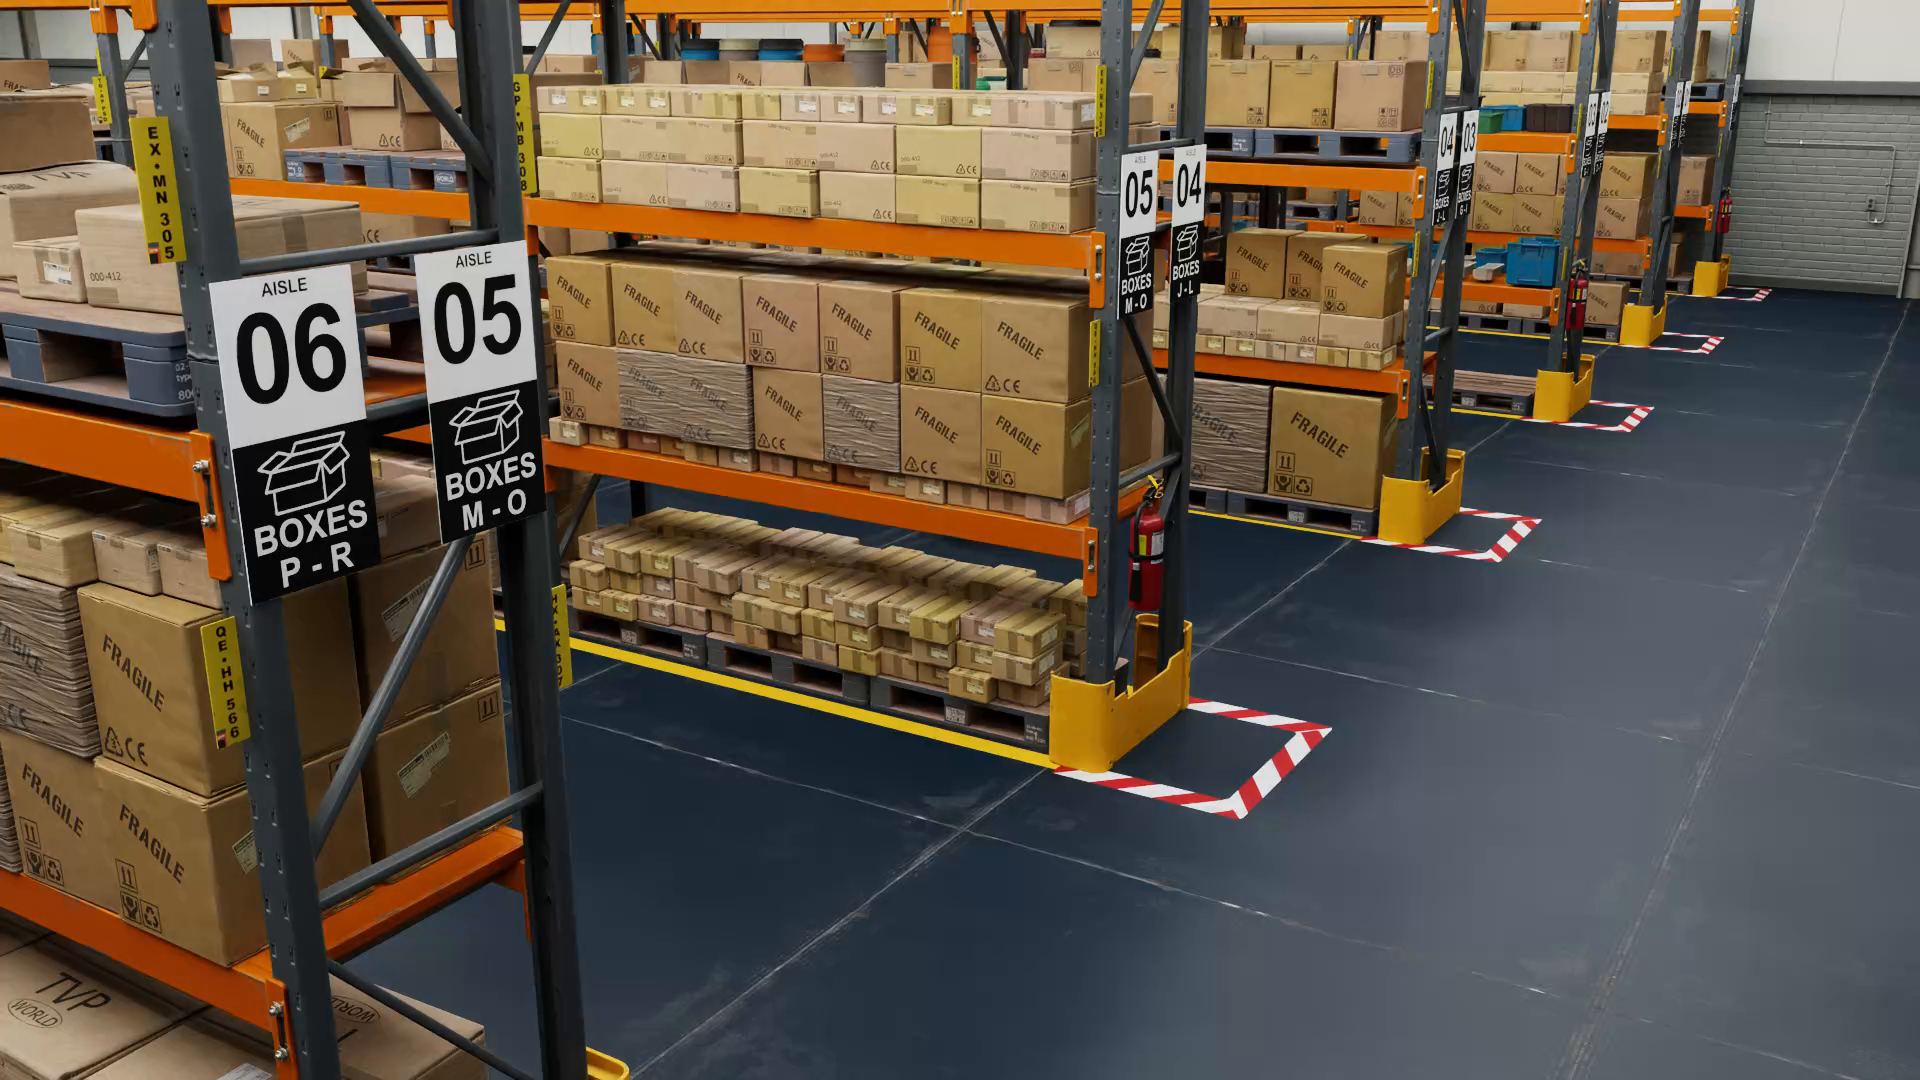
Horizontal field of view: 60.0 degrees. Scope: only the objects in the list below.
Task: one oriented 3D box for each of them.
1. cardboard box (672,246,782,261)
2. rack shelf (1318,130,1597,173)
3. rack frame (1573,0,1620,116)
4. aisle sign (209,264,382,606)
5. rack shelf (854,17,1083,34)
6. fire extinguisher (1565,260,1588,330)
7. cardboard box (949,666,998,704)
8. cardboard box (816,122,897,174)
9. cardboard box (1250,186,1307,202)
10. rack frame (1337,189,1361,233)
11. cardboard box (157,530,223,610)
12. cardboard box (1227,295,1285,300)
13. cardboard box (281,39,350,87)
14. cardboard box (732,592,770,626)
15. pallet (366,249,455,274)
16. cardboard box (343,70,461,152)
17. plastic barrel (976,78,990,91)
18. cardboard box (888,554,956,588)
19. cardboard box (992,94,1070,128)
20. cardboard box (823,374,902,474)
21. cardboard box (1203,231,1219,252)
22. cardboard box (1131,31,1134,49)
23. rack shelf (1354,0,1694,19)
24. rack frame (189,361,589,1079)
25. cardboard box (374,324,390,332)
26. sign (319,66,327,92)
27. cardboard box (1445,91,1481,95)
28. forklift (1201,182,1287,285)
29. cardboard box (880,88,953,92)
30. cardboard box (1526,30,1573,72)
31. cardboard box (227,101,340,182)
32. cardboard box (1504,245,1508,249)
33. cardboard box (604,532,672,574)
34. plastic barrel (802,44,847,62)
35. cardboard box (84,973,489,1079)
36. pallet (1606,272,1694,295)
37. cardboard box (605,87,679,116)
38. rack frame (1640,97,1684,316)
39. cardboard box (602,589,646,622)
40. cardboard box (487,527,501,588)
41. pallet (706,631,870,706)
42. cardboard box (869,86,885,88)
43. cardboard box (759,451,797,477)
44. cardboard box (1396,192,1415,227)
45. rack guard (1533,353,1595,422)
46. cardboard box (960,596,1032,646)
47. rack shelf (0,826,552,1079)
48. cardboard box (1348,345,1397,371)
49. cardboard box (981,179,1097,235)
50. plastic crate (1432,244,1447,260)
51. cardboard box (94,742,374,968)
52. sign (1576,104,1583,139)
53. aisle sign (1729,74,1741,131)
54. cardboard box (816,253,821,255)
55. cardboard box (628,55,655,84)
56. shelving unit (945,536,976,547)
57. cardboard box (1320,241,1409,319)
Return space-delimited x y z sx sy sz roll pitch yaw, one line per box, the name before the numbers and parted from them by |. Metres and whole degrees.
cardboard box | -1.450 -1.545 10.403 0.500 0.500 0.500 9 19 28
rack shelf | 4.543 -4.185 17.574 4.000 0.370 1.077 10 20 30
rack frame | 6.247 -5.660 16.032 0.127 3.000 1.000 10 20 30
aisle sign | -1.632 -0.265 4.119 0.004 0.787 0.394 10 20 30
rack shelf | 0.321 -7.872 25.239 4.000 0.370 1.077 10 20 30
fire extinguisher | 6.138 -2.439 16.524 0.183 0.674 0.296 10 20 30
cardboard box | 0.143 0.771 9.366 0.250 0.149 0.380 11 20 32
cardboard box | -0.424 -2.116 8.923 0.500 0.250 0.500 10 20 31
cardboard box | 4.528 -5.089 23.581 0.500 0.500 0.700 14 22 39
rack frame | 5.434 -4.624 22.944 0.127 3.000 1.000 10 20 30
cardboard box | -1.942 0.050 4.548 0.250 0.149 0.380 10 20 31
cardboard box | 2.514 -1.928 13.814 0.500 0.250 0.500 9 19 28
cardboard box | -7.088 -5.258 18.326 0.500 0.500 0.500 9 19 28
cardboard box | -1.173 0.385 10.125 0.250 0.149 0.380 10 20 30
pallet | -5.995 -3.144 18.401 1.213 0.211 1.003 10 20 30
cardboard box | -3.683 -2.911 11.244 0.637 0.503 0.797 10 19 29
plastic barrel | 0.213 -5.350 19.718 0.294 0.245 0.294 0 17 0
cardboard box | -0.227 0.221 10.153 0.250 0.149 0.380 11 20 32
cardboard box | 0.366 -2.178 8.440 0.250 0.149 0.380 10 20 31
cardboard box | -0.418 -0.699 9.338 0.500 0.500 0.500 10 20 30
cardboard box | 3.869 -4.360 24.327 0.500 0.250 0.500 10 19 29
cardboard box | 2.394 -7.126 24.128 0.500 0.500 0.500 10 20 30
rack shelf | 7.138 -6.845 21.176 4.000 0.370 1.077 10 20 30
rack frame | -1.531 0.891 4.786 0.127 3.000 1.000 10 20 30
cardboard box | -3.760 -1.495 11.328 0.250 0.149 0.380 9 19 28
sign | -6.848 -4.935 17.918 0.005 0.325 0.100 10 20 30
cardboard box | 6.568 -5.699 21.579 0.500 0.250 0.500 10 20 30
forklift | 2.656 -2.688 16.687 1.130 2.935 3.031 1 17 5
cardboard box | -0.241 -2.466 9.388 0.250 0.149 0.380 11 20 32
cardboard box | 7.532 -6.198 21.072 0.500 0.500 0.700 10 20 30
cardboard box | -4.638 -2.748 11.434 0.500 0.500 0.500 10 20 30
cardboard box | 9.033 -4.640 26.575 0.500 0.500 0.700 10 20 30
cardboard box | -2.047 0.080 10.615 0.250 0.149 0.380 11 20 33
plastic barrel | -1.714 -5.925 21.328 0.708 0.830 0.600 10 20 30
cardboard box | -2.146 1.841 5.346 0.875 0.438 0.875 9 19 28
pallet | 10.709 -4.011 25.724 1.213 0.211 1.003 10 20 30
cardboard box | -1.857 -2.574 9.745 0.250 0.149 0.380 10 20 29
rack frame | 8.842 -4.016 20.941 0.127 3.000 1.000 10 20 30
cardboard box | -2.067 0.380 10.651 0.250 0.149 0.380 11 20 32
cardboard box | -3.198 -0.013 11.343 0.500 0.500 0.500 10 19 29
pallet | -0.801 0.655 10.363 1.213 0.211 1.003 10 20 30
cardboard box | -0.641 -3.954 15.008 0.500 0.311 0.500 9 19 28
cardboard box | -0.965 -0.497 9.787 0.250 0.149 0.380 11 20 32
cardboard box | 6.164 -4.450 22.198 0.500 0.500 0.500 11 20 31
rack guard | 6.274 -1.593 17.266 0.348 0.500 1.175 10 20 30
cardboard box | 0.205 0.458 9.370 0.250 0.149 0.380 11 20 31
rack shelf | -3.236 0.931 5.892 4.000 0.370 1.077 10 20 30
cardboard box | 3.179 -1.415 12.812 0.250 0.149 0.380 11 20 31
cardboard box | 0.447 -1.717 8.470 0.500 0.250 0.500 10 19 29
plastic crate | 5.087 -3.058 17.971 0.300 0.233 0.416 10 20 30
cardboard box | -2.081 0.836 4.797 0.500 0.500 0.500 10 20 30
sign | 5.973 -4.036 16.027 0.005 0.325 0.100 10 20 30
aisle sign | 11.336 -6.402 24.323 0.004 0.787 0.394 10 20 30
cardboard box | -1.162 -2.378 15.375 0.500 0.500 0.500 10 19 29
cardboard box | -3.428 -4.637 16.794 0.500 0.500 0.500 10 20 31
shelving unit | 0.046 -0.494 12.702 0.252 1.050 0.215 10 20 30
cardboard box | 3.102 -2.001 12.765 0.500 0.500 0.500 10 20 31
